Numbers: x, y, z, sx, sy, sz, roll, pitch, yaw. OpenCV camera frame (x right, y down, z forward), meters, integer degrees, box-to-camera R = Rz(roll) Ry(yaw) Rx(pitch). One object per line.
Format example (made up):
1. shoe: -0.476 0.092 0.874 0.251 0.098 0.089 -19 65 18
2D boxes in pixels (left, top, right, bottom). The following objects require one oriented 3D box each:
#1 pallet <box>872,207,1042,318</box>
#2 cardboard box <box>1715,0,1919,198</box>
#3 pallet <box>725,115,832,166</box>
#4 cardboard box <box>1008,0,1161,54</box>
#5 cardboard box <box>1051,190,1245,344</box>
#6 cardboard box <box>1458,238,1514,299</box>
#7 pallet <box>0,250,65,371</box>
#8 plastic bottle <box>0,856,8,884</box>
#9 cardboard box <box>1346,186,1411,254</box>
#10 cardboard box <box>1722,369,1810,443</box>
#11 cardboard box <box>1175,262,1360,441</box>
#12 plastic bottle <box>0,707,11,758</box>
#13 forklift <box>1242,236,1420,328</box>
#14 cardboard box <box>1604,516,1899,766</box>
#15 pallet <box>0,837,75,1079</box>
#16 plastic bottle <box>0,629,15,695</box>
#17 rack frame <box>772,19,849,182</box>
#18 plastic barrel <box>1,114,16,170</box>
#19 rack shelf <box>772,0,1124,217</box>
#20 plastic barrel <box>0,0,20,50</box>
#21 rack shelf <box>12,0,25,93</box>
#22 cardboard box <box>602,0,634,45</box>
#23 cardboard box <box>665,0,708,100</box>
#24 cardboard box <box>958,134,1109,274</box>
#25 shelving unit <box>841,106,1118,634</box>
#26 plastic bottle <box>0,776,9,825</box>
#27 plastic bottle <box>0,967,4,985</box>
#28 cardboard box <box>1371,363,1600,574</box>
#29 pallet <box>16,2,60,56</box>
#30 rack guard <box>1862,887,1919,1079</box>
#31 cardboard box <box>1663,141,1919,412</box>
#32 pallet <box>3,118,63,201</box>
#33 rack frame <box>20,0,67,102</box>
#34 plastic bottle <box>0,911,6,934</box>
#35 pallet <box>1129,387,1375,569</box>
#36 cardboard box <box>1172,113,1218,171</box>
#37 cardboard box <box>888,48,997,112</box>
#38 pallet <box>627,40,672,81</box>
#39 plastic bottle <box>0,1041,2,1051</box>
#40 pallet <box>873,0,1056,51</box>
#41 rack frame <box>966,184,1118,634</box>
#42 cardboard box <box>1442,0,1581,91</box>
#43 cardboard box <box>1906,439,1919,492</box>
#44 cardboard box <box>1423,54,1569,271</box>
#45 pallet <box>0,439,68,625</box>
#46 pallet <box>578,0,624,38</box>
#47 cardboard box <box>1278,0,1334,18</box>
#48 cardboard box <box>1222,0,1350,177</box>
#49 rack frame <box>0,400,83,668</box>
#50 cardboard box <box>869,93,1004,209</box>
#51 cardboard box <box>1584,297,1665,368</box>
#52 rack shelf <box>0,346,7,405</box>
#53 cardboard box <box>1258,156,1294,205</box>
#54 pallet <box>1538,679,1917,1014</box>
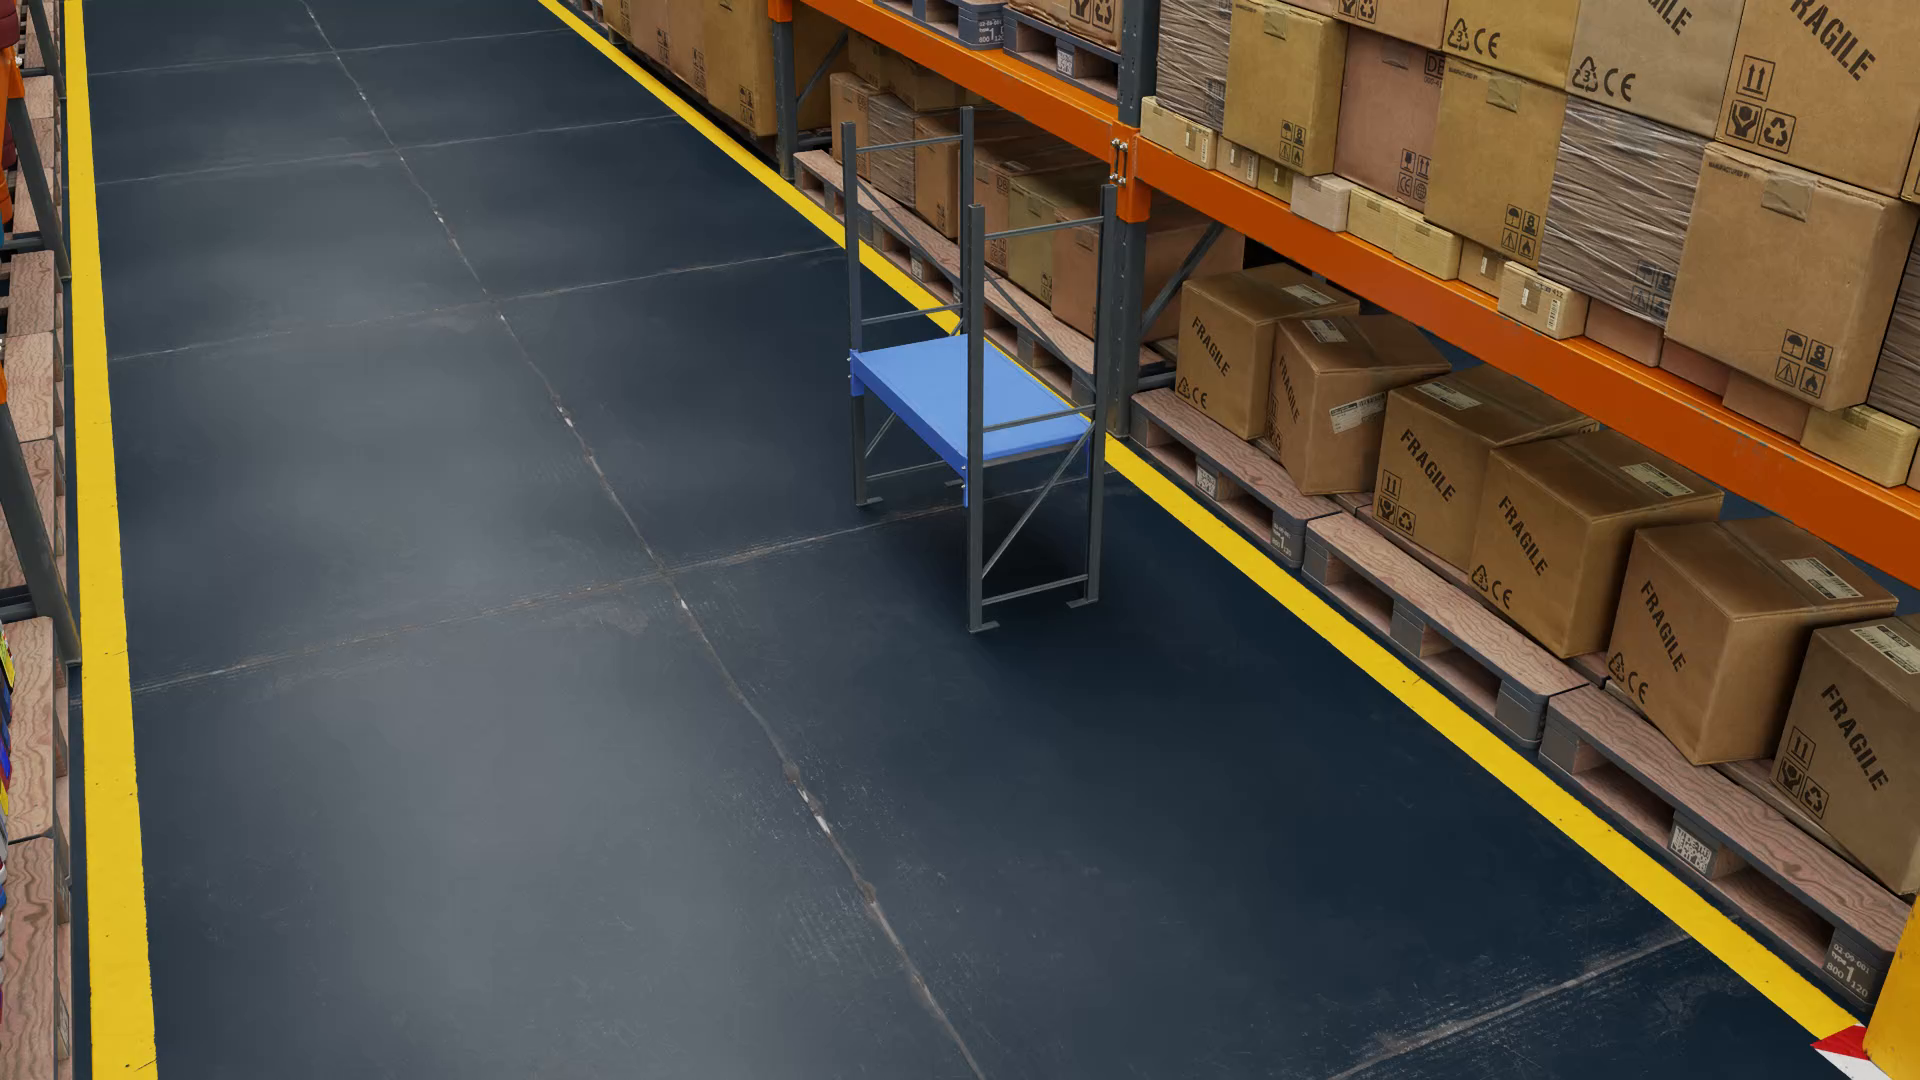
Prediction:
1. pallet: 0.223 -1.524 8.752 1.003 0.211 1.213 -13 32 -22
2. cardboard box: 2.125 -1.111 3.735 0.500 0.500 0.500 -13 32 -22
3. pallet: -0.901 -2.772 10.978 1.003 0.211 1.213 -13 32 -22
4. cardboard box: 0.872 -2.682 6.924 1.000 1.000 1.000 -13 32 -22
5. cardboard box: 0.842 -1.235 7.491 0.700 0.500 0.500 -16 33 -26
6. cardboard box: 1.712 -0.829 4.918 0.380 0.149 0.250 -13 32 -22
7. pallet: -4.806 -1.018 7.849 1.003 0.211 1.213 -13 32 -22
8. plastic bottle: -2.487 0.782 4.200 0.097 0.201 0.097 0 29 0
9. cardboard box: 1.466 -1.043 5.299 0.380 0.149 0.250 -13 32 -22
10. cardboard box: 2.141 -0.387 4.130 0.380 0.149 0.250 -13 32 -22
11. cardboard box: 1.222 -0.765 6.674 0.500 0.500 0.500 -14 32 -23
12. plastic bottle: -2.768 0.455 4.630 0.144 0.351 0.185 -15 32 -24
13. forklift: 1.680 -2.929 8.476 1.130 2.935 3.031 -14 32 -23
14. cardboard box: 2.263 0.281 4.809 0.500 0.500 0.500 -5 30 -9
15. pallet: -2.608 1.244 3.816 1.003 0.211 1.213 -13 32 -22
16. plastic bottle: -2.882 0.319 4.942 0.061 0.283 0.133 -11 31 -20
17. rack frame: -0.631 -3.624 9.646 1.000 3.000 0.127 -13 32 -22
18. plastic barrel: -5.814 -2.427 9.547 0.600 0.588 0.708 -13 32 -22
19. rack shelf: 0.228 -2.427 8.247 1.077 0.370 4.000 -13 32 -22
20. plastic barrel: -4.631 -2.502 7.506 0.600 0.536 0.708 -13 32 -22
21. rack shelf: -5.963 -3.154 9.543 1.077 0.370 4.000 -13 32 -22
22. cardboard box: -2.055 -4.369 12.718 1.225 0.875 0.875 -13 32 -22
23. cardboard box: -1.284 -3.585 11.320 1.225 0.875 0.875 -13 32 -22
24. cardboard box: 0.414 -1.696 8.314 0.700 0.500 0.500 -16 33 -26
25. shelving unit: 0.037 -0.616 5.816 0.538 1.500 1.048 -13 32 -22
26. plastic bottle: -2.629 0.598 4.376 0.144 0.351 0.185 -13 32 -22
27. plastic bottle: -2.314 0.930 3.864 0.097 0.271 0.097 0 29 0
28. cardboard box: 1.812 -0.256 5.766 0.500 0.500 0.500 -16 33 -26
29. pallet: -7.699 -3.991 13.152 1.003 0.211 1.213 -13 32 -22
30. rack guard: 2.771 0.966 4.015 1.175 0.500 0.348 -13 32 -22
31. cardboard box: 2.269 -0.708 4.040 0.875 0.500 0.500 -13 32 -22
32. pallet: -6.000 -2.246 10.039 1.003 0.211 1.213 -13 32 -22
33. rack frame: -6.821 -4.351 10.943 1.000 3.000 0.127 -13 32 -22
34. plastic bottle: -2.399 0.873 4.038 0.097 0.201 0.097 0 29 0
35. pallet: 1.407 -0.352 6.661 1.003 0.211 1.213 -13 32 -22
36. cardboard box: 1.003 -1.476 6.073 0.380 0.149 0.250 -13 32 -22
37. cardboard box: -0.079 -2.531 9.036 0.500 0.250 0.500 -9 31 -16
38. pallet: -1.948 -3.850 12.900 1.003 0.211 1.213 -13 32 -22
39. plastic bottle: -2.211 1.066 3.693 0.097 0.201 0.097 0 29 0
40. pallet: 0.256 -2.675 8.149 1.003 0.211 1.213 -13 32 -22
41. rack frame: 0.255 -0.392 5.416 0.500 1.500 0.032 -13 32 -22
42. cardboard box: 1.705 -1.555 4.527 0.500 0.500 0.500 -13 32 -22
43. cardboard box: 2.388 -0.174 3.750 0.380 0.149 0.250 -13 32 -22
44. cardboard box: 1.890 -1.161 4.848 0.875 0.500 0.500 -13 32 -22
45. pallet: -3.759 0.060 5.927 1.003 0.211 1.213 -13 32 -22
46. pallet: -2.604 -4.527 14.108 1.003 0.211 1.213 -13 32 -22
47. cardboard box: 1.266 -1.994 5.311 0.500 0.500 0.500 -13 32 -22
48. cardboard box: 1.407 -1.591 5.613 0.875 0.500 0.500 -13 32 -22
49. rack frame: -3.387 -0.817 4.641 1.000 3.000 0.127 -13 32 -22
50. cardboard box: -0.075 -2.192 9.198 0.700 0.500 0.500 -16 33 -26
51. cardboard box: 1.944 -0.612 4.531 0.380 0.149 0.250 -13 32 -22
52. rack shelf: -2.528 0.380 3.241 1.077 0.370 4.000 -13 32 -22
53. cardboard box: 1.251 -1.263 5.693 0.380 0.149 0.250 -13 32 -22
54. pallet: 2.454 0.726 4.739 1.003 0.211 1.213 -13 32 -22
